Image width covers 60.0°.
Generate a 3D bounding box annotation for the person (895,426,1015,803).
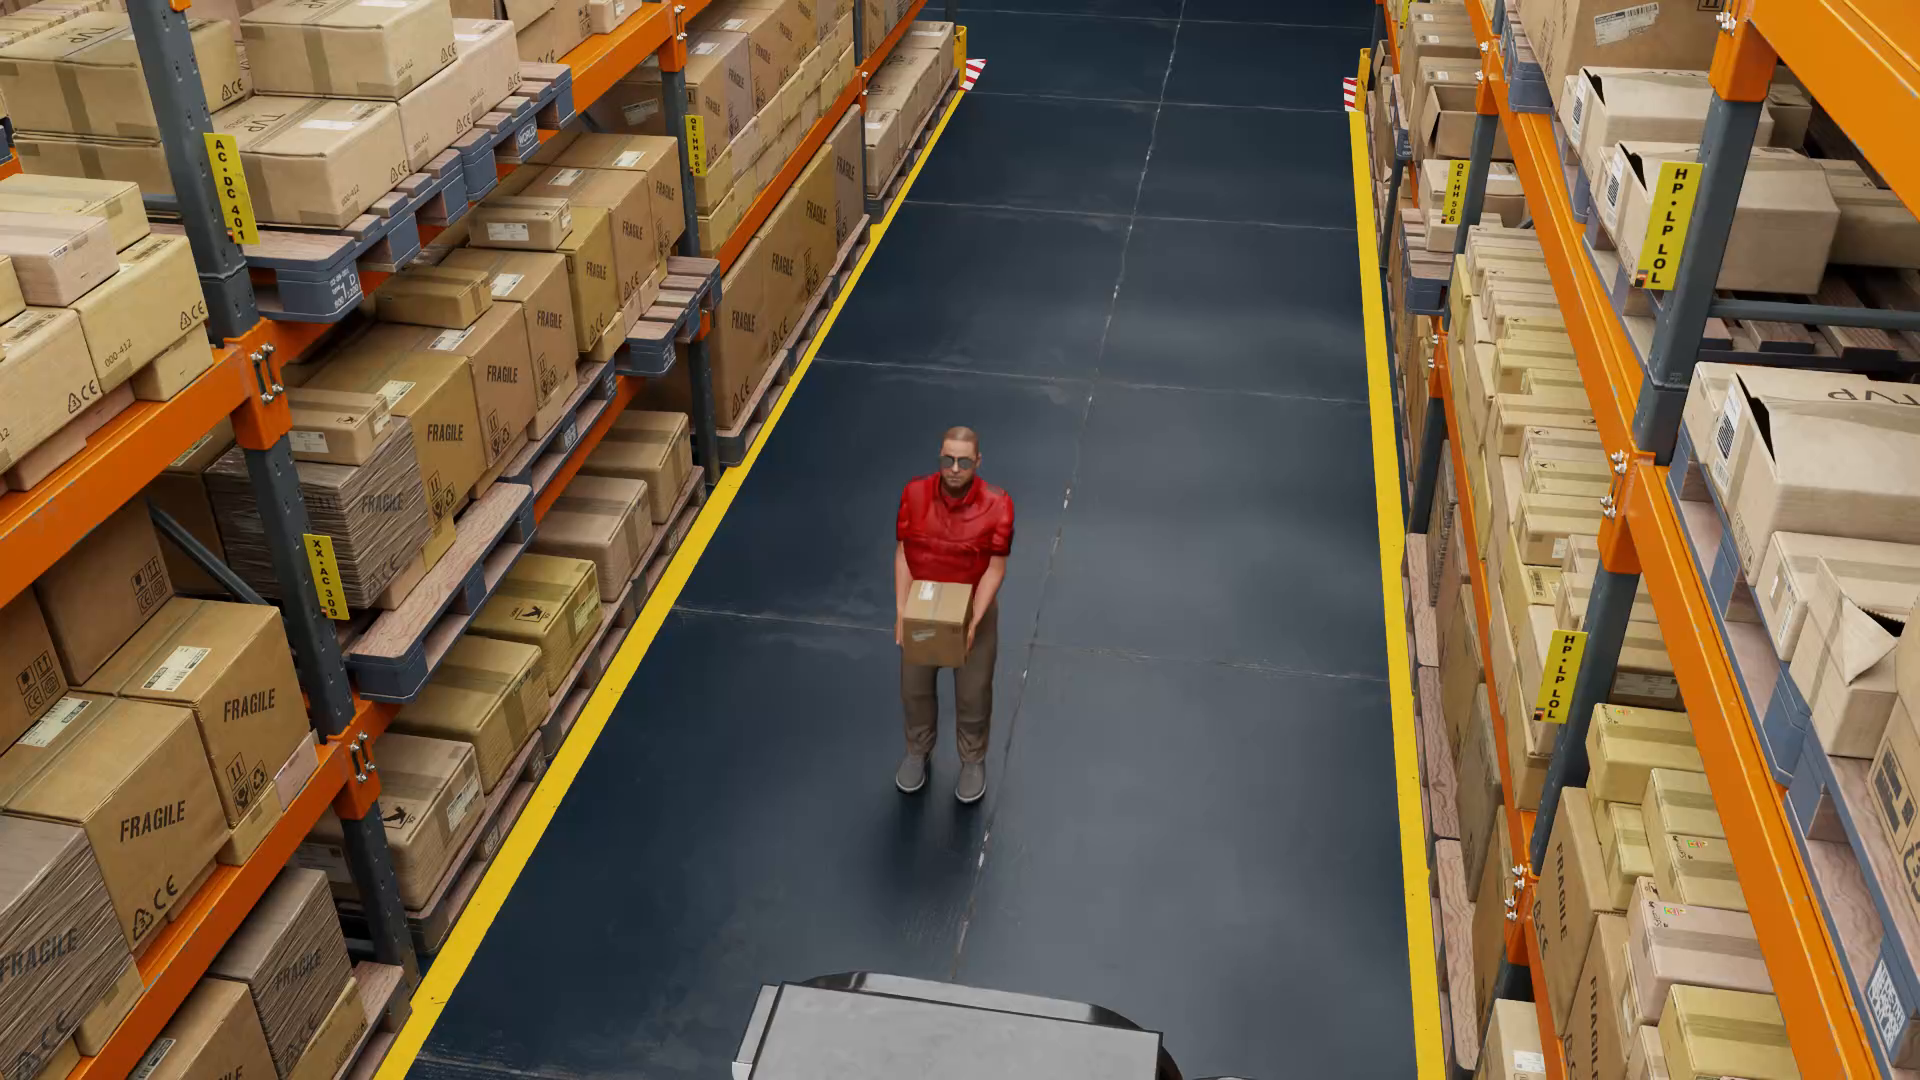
[{"bbox_3d":[-0.048,0.361,7.081,0.501,1.723,0.527,8,33,12],"label":"person"}]
